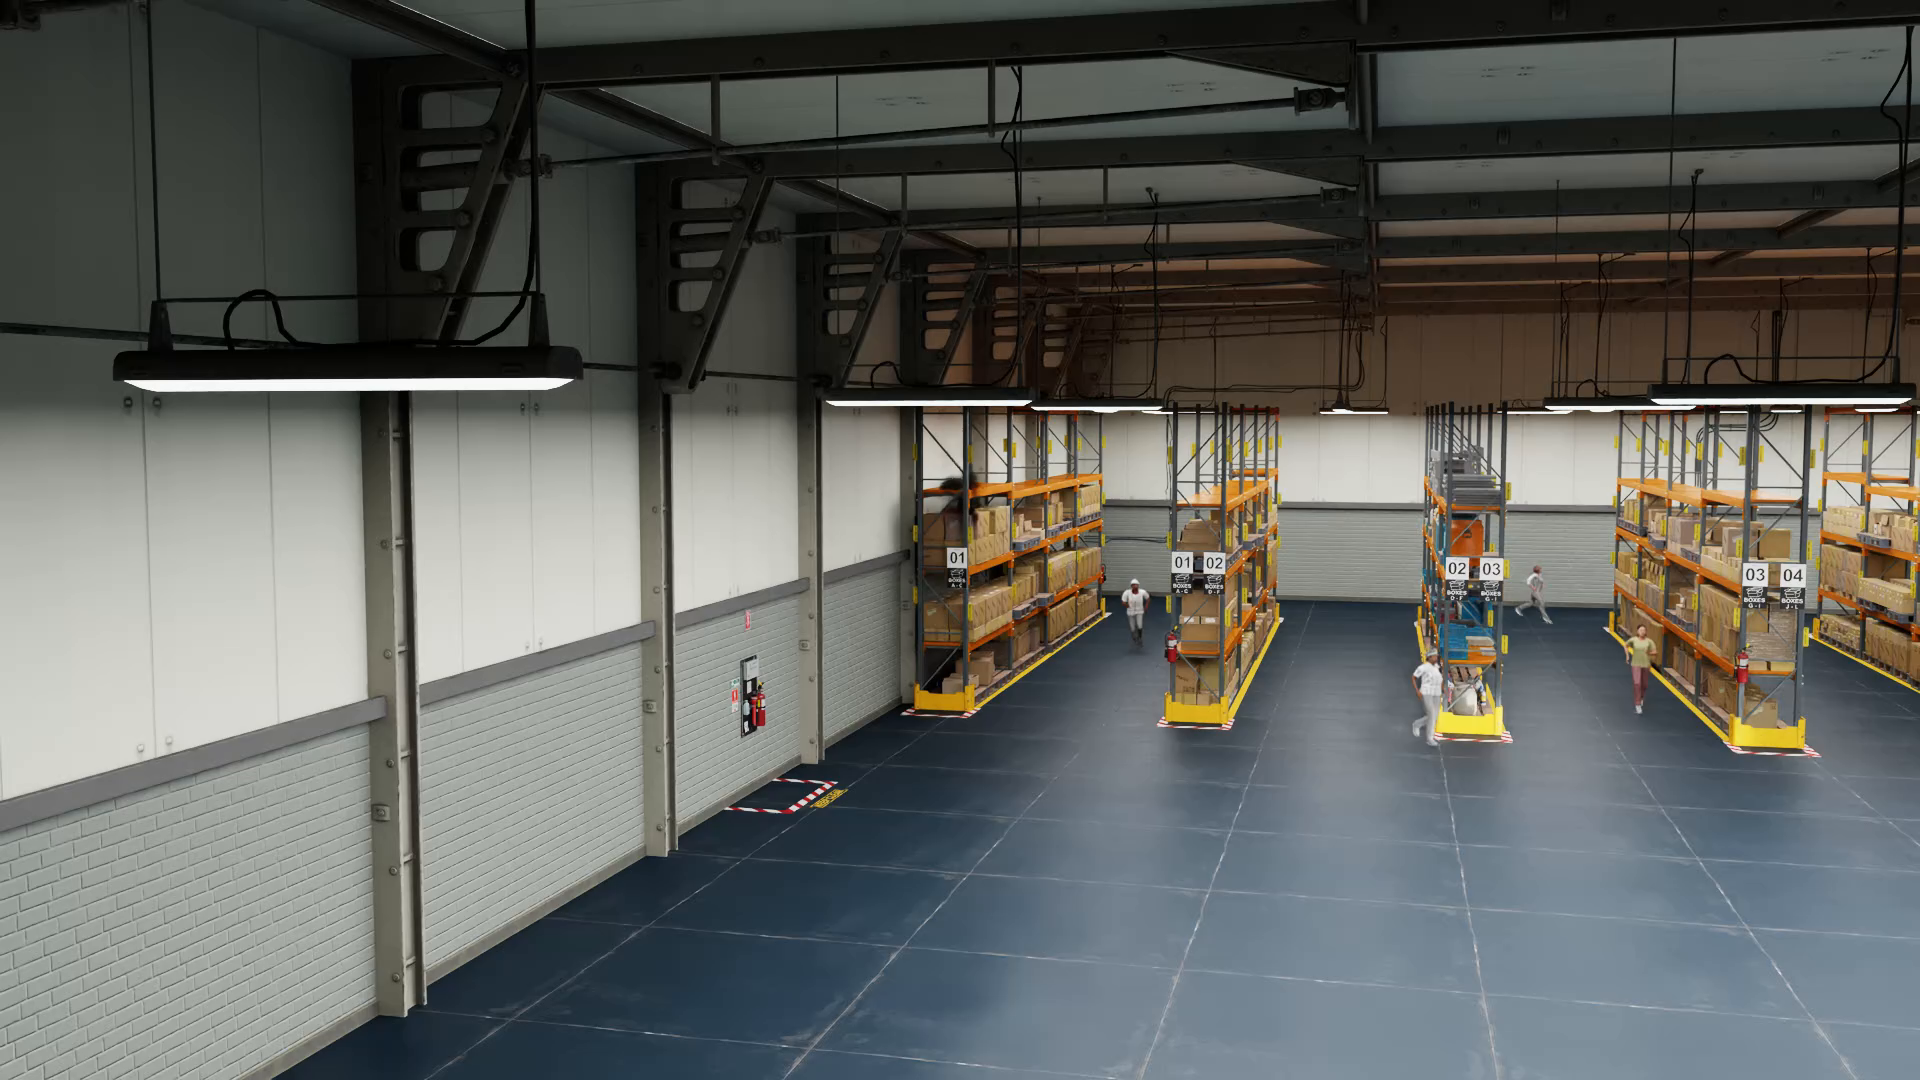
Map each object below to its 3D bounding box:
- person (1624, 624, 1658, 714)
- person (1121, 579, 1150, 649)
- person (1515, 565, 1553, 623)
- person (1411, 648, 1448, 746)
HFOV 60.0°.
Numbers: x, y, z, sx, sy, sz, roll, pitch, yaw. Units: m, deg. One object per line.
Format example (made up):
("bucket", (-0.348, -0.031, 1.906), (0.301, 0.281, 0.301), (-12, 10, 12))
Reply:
("person", (13.253, 2.473, 32.360), (0.568, 1.678, 0.940), (1, 4, 12))
("person", (4.316, 1.819, 40.959), (0.689, 1.718, 0.687), (1, 4, 9))
("person", (16.059, 1.501, 46.495), (1.028, 1.603, 0.506), (2, 5, 23))
("person", (8.284, 2.745, 29.281), (0.625, 1.671, 0.694), (-2, 5, -26))
